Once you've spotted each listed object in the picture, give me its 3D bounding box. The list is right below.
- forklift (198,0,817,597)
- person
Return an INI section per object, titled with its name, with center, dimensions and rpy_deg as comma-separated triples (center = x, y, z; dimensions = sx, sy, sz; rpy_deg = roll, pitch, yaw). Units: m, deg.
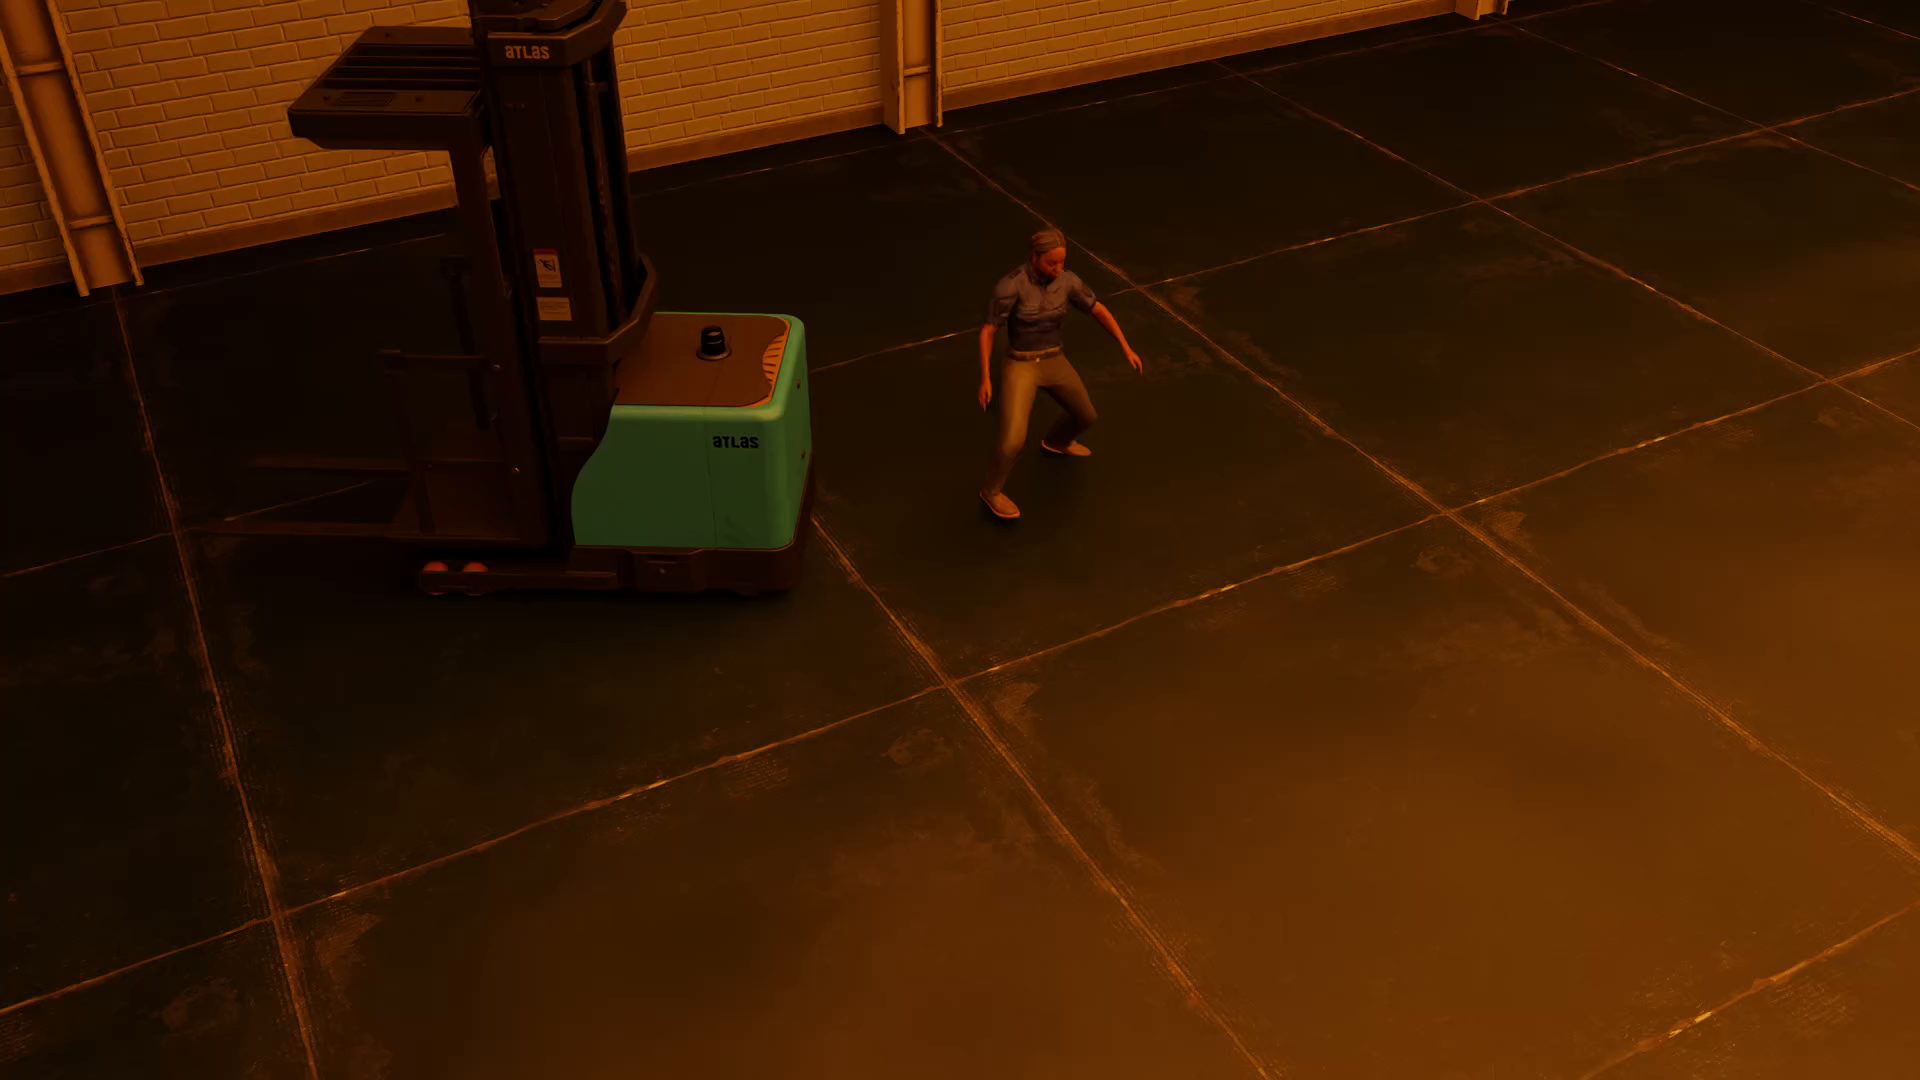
[forklift]
center = -2.303, -1.223, 7.853
dimensions = 3.031, 2.935, 1.130
rpy_deg = 1, 35, 2
[person]
center = 0.456, -0.916, 8.682
dimensions = 0.878, 1.536, 0.691
rpy_deg = -14, 38, -19
